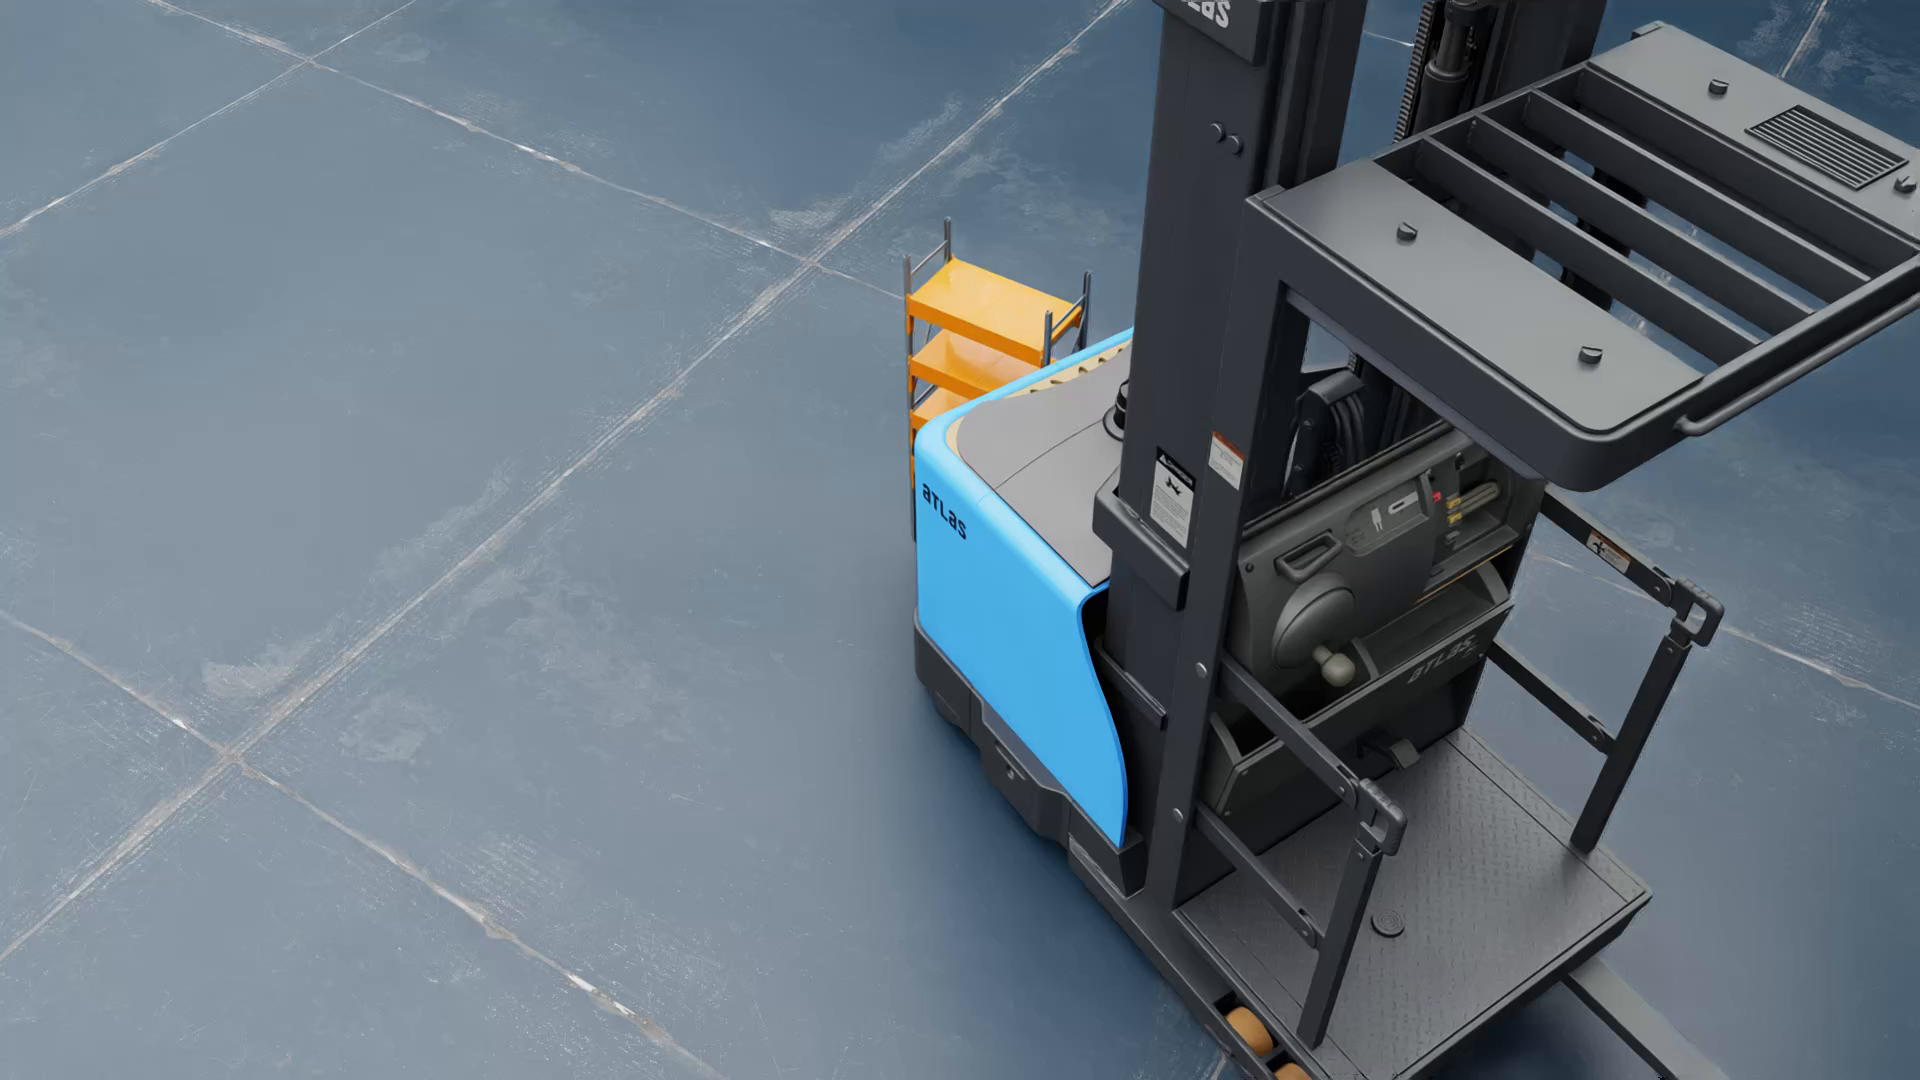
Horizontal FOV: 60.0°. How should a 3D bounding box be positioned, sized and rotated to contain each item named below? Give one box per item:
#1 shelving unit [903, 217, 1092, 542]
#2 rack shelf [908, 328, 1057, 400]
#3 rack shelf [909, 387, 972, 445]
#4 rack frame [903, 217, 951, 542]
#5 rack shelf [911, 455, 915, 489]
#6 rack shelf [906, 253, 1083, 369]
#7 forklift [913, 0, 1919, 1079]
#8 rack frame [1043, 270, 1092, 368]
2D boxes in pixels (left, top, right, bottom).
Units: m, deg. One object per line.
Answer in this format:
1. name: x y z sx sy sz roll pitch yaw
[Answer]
1. shelving unit: 0.107 -0.390 5.292 0.503 1.200 0.258 25 51 22
2. rack shelf: 0.107 -0.499 5.180 0.480 0.148 0.258 25 51 22
3. rack shelf: 0.107 -0.343 5.340 0.480 0.148 0.258 25 51 22
4. rack frame: -0.098 -0.485 5.385 0.015 1.200 0.240 25 51 22
5. rack shelf: 0.107 -0.204 5.483 0.480 0.148 0.258 25 51 22
6. rack shelf: 0.107 -0.664 5.010 0.480 0.148 0.258 25 51 22
7. forklift: 1.108 0.090 3.618 1.130 2.935 3.031 -26 51 -23
8. rack frame: 0.312 -0.294 5.200 0.015 1.200 0.240 25 51 22
